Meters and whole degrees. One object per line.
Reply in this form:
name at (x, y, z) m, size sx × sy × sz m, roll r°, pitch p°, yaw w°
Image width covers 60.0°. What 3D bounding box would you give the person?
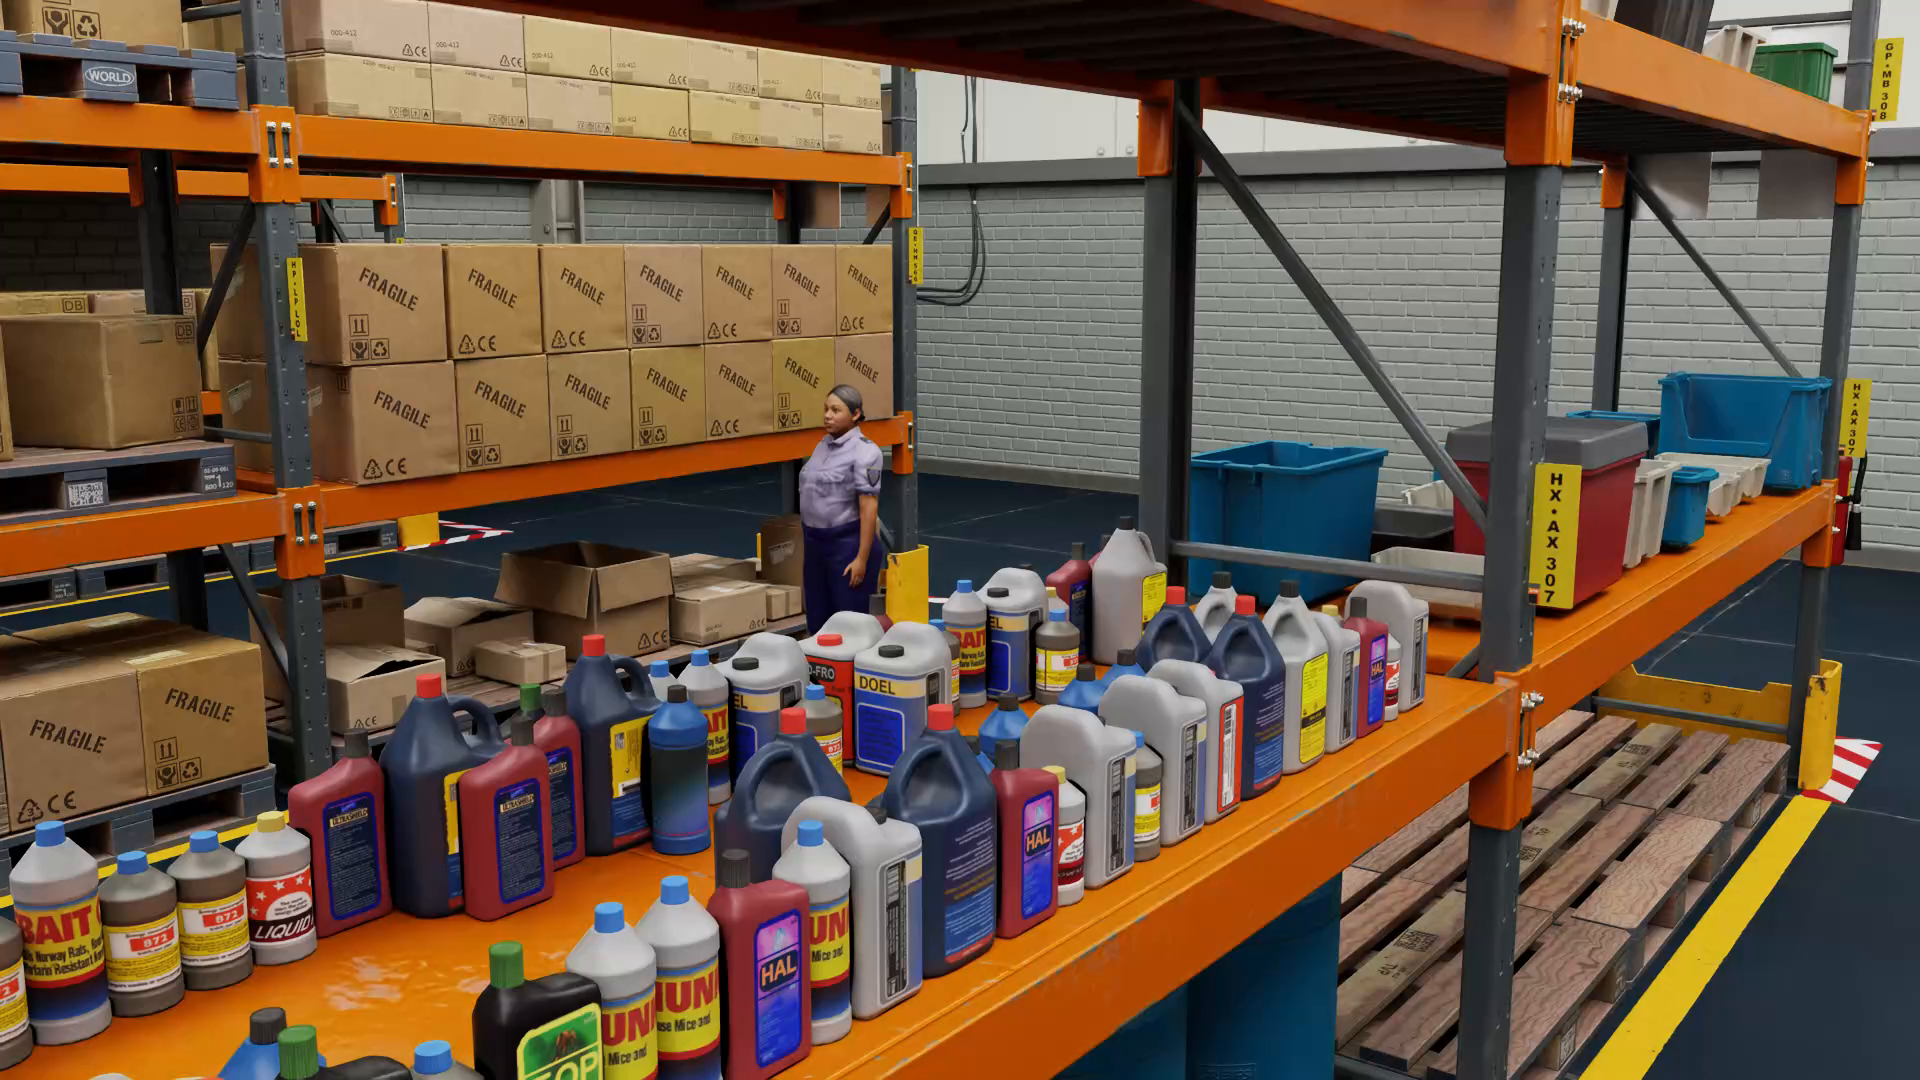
person at (-0.578, 0.076, 8.018) m, size 0.332 × 1.649 × 0.467 m, roll -8°, pitch 13°, yaw -39°
